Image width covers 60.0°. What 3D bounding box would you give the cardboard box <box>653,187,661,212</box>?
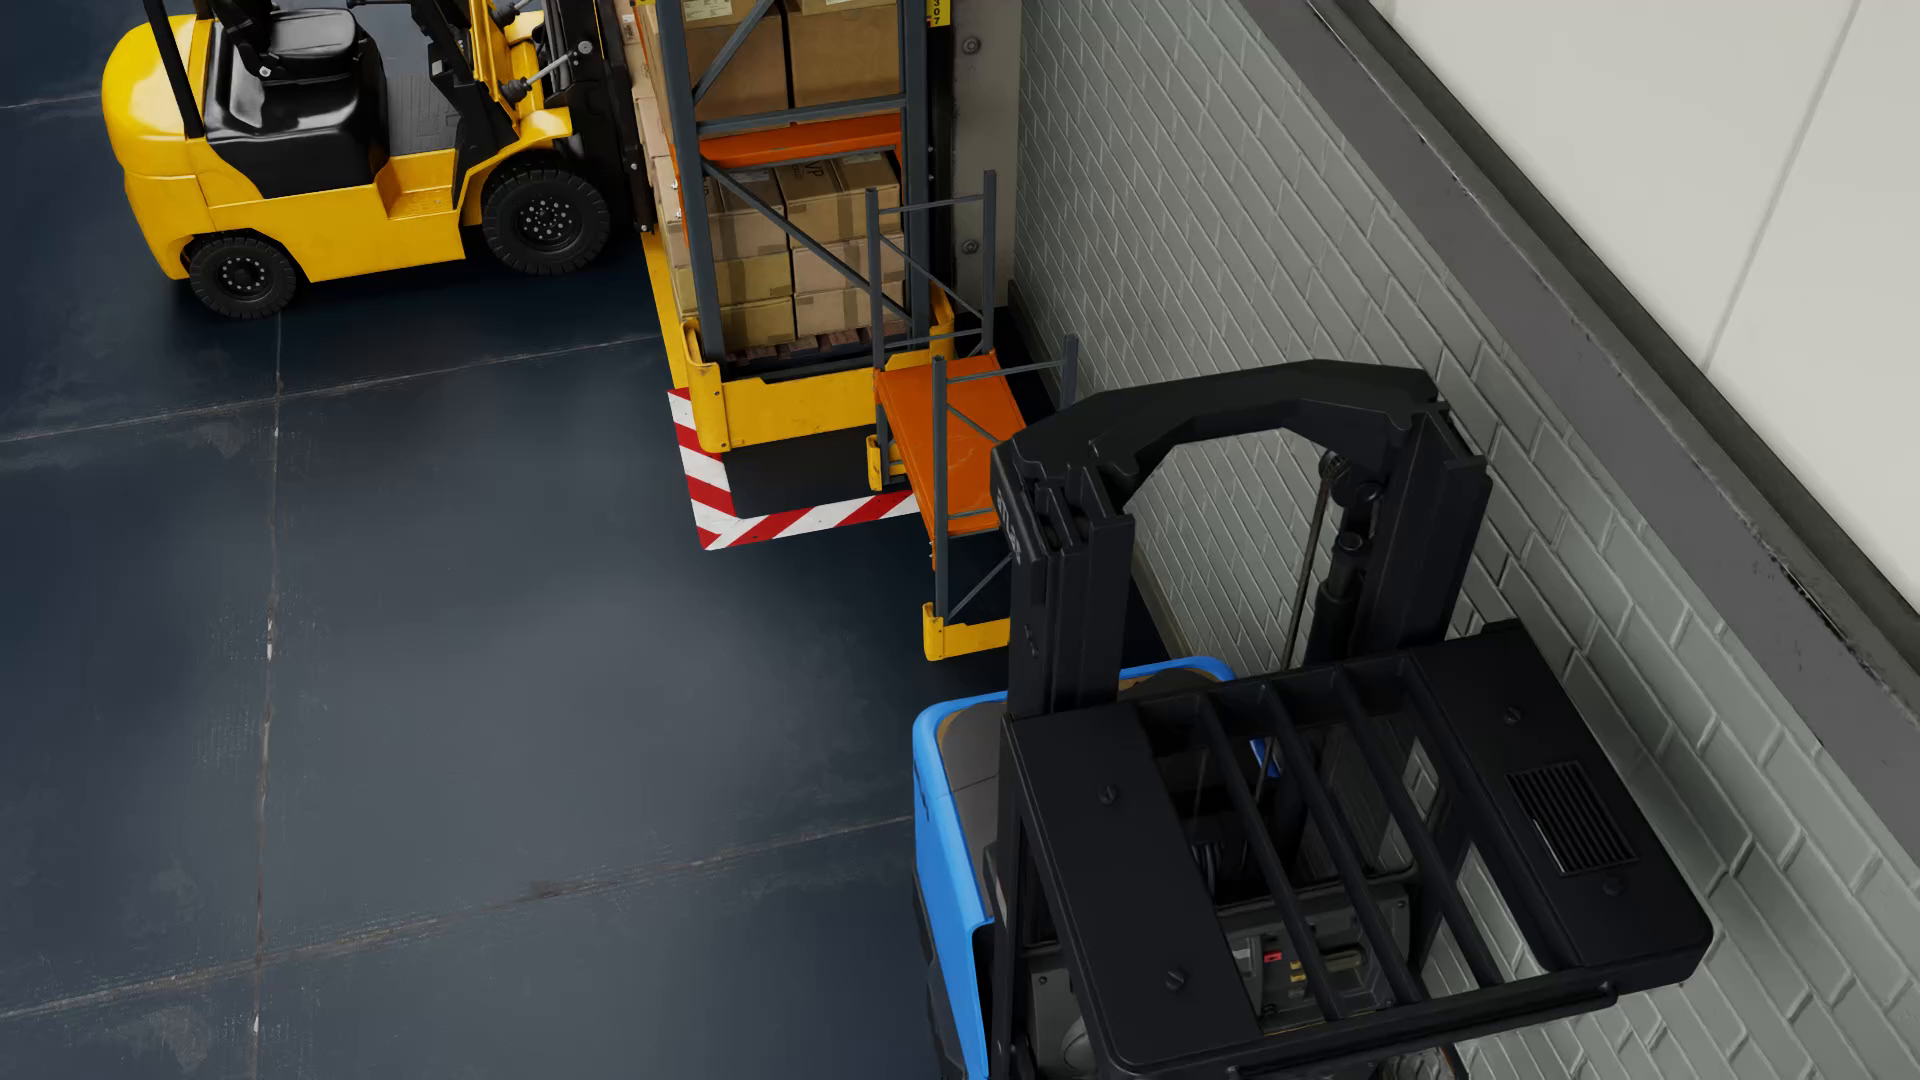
[{"bbox_3d":[-1.170,-1.654,7.802,0.500,0.250,0.500,-11,47,-11],"label":"cardboard box"}]

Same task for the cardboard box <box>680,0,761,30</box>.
[{"bbox_3d":[-0.985,-2.117,6.451,0.380,0.149,0.250,-10,46,-10],"label":"cardboard box"}]

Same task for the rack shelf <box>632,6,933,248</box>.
[{"bbox_3d":[-1.137,-2.796,8.144,1.077,0.370,4.000,-11,47,-10],"label":"rack shelf"}]

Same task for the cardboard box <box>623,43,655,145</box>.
[{"bbox_3d":[-1.320,-2.160,7.949,0.500,0.250,0.500,-10,46,-10],"label":"cardboard box"}]

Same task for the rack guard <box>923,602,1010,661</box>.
[{"bbox_3d":[0.147,0.309,6.523,0.587,0.250,0.087,-11,47,-10],"label":"rack guard"}]

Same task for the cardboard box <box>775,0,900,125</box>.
[{"bbox_3d":[-0.484,-2.095,6.883,0.500,0.500,0.500,-9,46,-9],"label":"cardboard box"}]

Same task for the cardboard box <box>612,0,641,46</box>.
[{"bbox_3d":[-1.442,-2.512,8.293,0.500,0.250,0.500,-12,47,-11],"label":"cardboard box"}]

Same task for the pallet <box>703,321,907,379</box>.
[{"bbox_3d":[-0.862,-1.211,8.040,1.003,0.211,1.213,-11,47,-10],"label":"pallet"}]

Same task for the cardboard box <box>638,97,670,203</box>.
[{"bbox_3d":[-1.181,-1.814,7.609,0.500,0.250,0.500,-10,46,-10],"label":"cardboard box"}]

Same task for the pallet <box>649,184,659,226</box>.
[{"bbox_3d":[-1.170,-2.052,8.864,1.003,0.211,1.213,-11,47,-10],"label":"pallet"}]

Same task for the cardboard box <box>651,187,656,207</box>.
[{"bbox_3d":[-1.289,-1.810,8.306,0.500,0.250,0.500,-10,46,-10],"label":"cardboard box"}]

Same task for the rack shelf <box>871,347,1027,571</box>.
[{"bbox_3d":[0.022,-0.340,6.536,0.538,0.185,1.000,-11,47,-10],"label":"rack shelf"}]

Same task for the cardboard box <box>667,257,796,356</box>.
[{"bbox_3d":[-1.051,-1.118,7.627,0.500,0.250,0.500,-10,46,-10],"label":"cardboard box"}]

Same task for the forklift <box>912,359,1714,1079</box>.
[{"bbox_3d":[0.674,1.176,3.796,1.130,2.935,3.031,-9,46,-9],"label":"forklift"}]

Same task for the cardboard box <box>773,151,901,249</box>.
[{"bbox_3d":[-0.565,-1.568,7.368,0.500,0.250,0.500,-11,47,-11],"label":"cardboard box"}]

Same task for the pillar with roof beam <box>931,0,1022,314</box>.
[{"bbox_3d":[-4.094,-3.625,4.253,9.100,9.000,0.400,-11,47,-10],"label":"pillar with roof beam"}]

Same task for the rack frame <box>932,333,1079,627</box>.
[{"bbox_3d":[0.152,-0.115,6.063,0.500,1.500,0.032,-11,47,-10],"label":"rack frame"}]

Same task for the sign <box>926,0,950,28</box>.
[{"bbox_3d":[-0.087,-2.095,6.292,0.100,0.325,0.005,-11,47,-10],"label":"sign"}]

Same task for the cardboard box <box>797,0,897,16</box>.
[{"bbox_3d":[-0.461,-2.210,6.543,0.380,0.149,0.250,-12,47,-11],"label":"cardboard box"}]

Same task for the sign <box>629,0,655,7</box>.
[{"bbox_3d":[-1.153,-2.065,5.948,0.100,0.325,0.005,-11,47,-10],"label":"sign"}]

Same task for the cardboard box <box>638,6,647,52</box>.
[{"bbox_3d":[-1.129,-2.353,7.137,0.500,0.500,0.500,-9,46,-9],"label":"cardboard box"}]

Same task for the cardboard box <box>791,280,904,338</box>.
[{"bbox_3d":[-0.562,-1.226,7.733,0.500,0.250,0.500,-11,47,-10],"label":"cardboard box"}]

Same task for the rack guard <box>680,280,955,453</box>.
[{"bbox_3d":[-0.619,-0.775,7.411,1.175,0.500,0.348,-11,47,-10],"label":"rack guard"}]

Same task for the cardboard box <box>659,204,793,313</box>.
[{"bbox_3d":[-1.052,-1.305,7.461,0.500,0.250,0.500,-11,47,-11],"label":"cardboard box"}]

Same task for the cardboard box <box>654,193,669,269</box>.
[{"bbox_3d":[-1.169,-1.463,7.966,0.500,0.250,0.500,-11,47,-10],"label":"cardboard box"}]

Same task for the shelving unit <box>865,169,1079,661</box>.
[{"bbox_3d":[0.020,-0.472,6.413,0.587,1.500,1.083,-11,47,-10],"label":"shelving unit"}]

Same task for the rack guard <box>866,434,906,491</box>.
[{"bbox_3d":[-0.108,-0.379,7.197,0.587,0.250,0.087,-11,47,-10],"label":"rack guard"}]

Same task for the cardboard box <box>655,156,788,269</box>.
[{"bbox_3d":[-1.045,-1.462,7.265,0.500,0.250,0.500,-9,46,-9],"label":"cardboard box"}]

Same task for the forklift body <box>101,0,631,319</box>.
[{"bbox_3d":[-2.874,-2.345,7.793,2.313,2.155,1.214,-11,47,-10],"label":"forklift body"}]

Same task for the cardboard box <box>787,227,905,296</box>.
[{"bbox_3d":[-0.545,-1.389,7.543,0.500,0.250,0.500,-10,46,-10],"label":"cardboard box"}]

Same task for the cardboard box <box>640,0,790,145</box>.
[{"bbox_3d":[-1.005,-1.994,6.784,0.500,0.500,0.500,-12,47,-11],"label":"cardboard box"}]

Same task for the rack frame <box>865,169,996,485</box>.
[{"bbox_3d":[-0.108,-0.817,6.751,0.500,1.500,0.032,-11,47,-10],"label":"rack frame"}]

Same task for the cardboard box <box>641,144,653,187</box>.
[{"bbox_3d":[-1.323,-2.006,8.148,0.500,0.250,0.500,-12,47,-11],"label":"cardboard box"}]

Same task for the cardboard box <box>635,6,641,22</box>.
[{"bbox_3d":[-1.261,-2.707,7.484,0.500,0.500,0.500,-12,47,-11],"label":"cardboard box"}]

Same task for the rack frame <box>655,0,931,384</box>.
[{"bbox_3d":[-0.625,-1.667,6.534,1.000,3.000,0.127,-11,47,-10],"label":"rack frame"}]
